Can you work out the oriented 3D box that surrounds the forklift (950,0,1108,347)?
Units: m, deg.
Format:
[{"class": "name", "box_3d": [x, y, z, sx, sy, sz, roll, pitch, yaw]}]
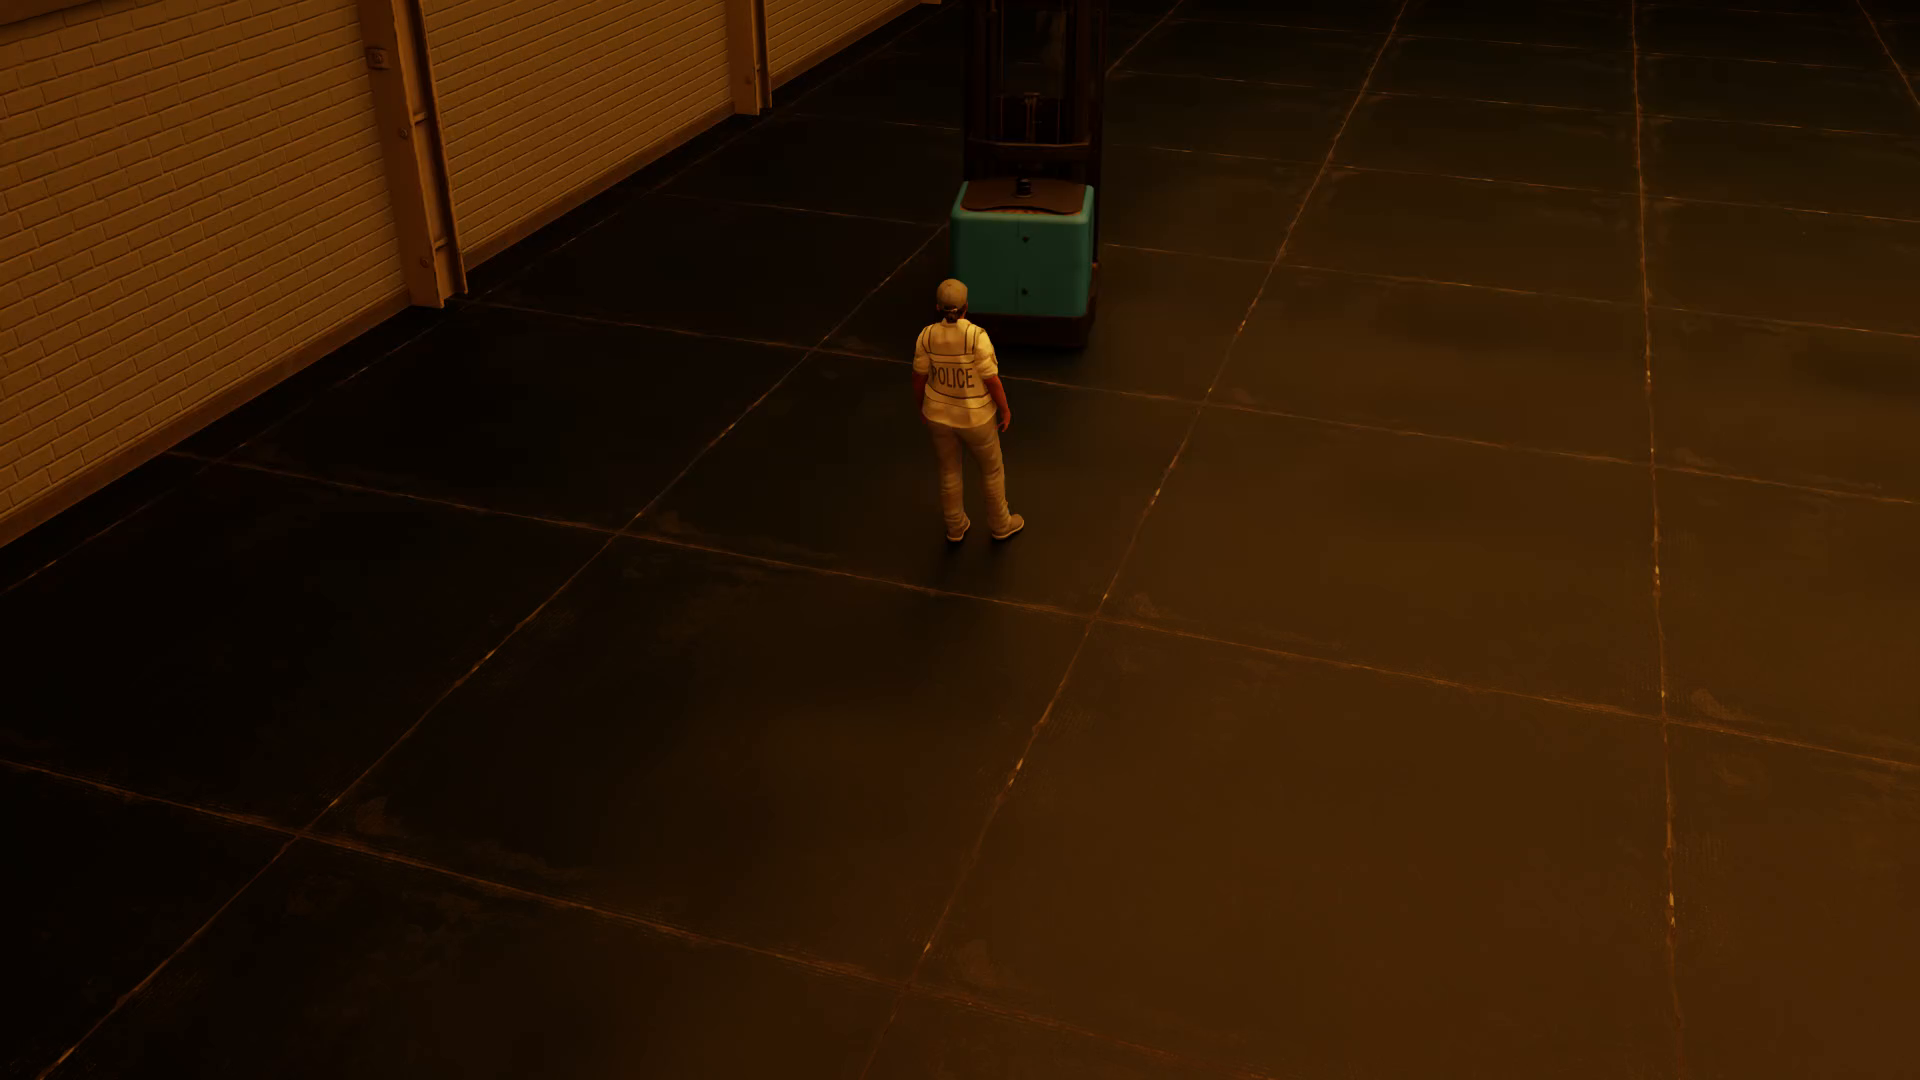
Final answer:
[{"class": "forklift", "box_3d": [0.602, -3.426, 13.146, 1.130, 2.935, 3.031, 3, 30, 6]}]

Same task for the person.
[{"class": "person", "box_3d": [0.047, -0.762, 9.736, 0.598, 1.670, 0.529, 10, 31, 16]}]
